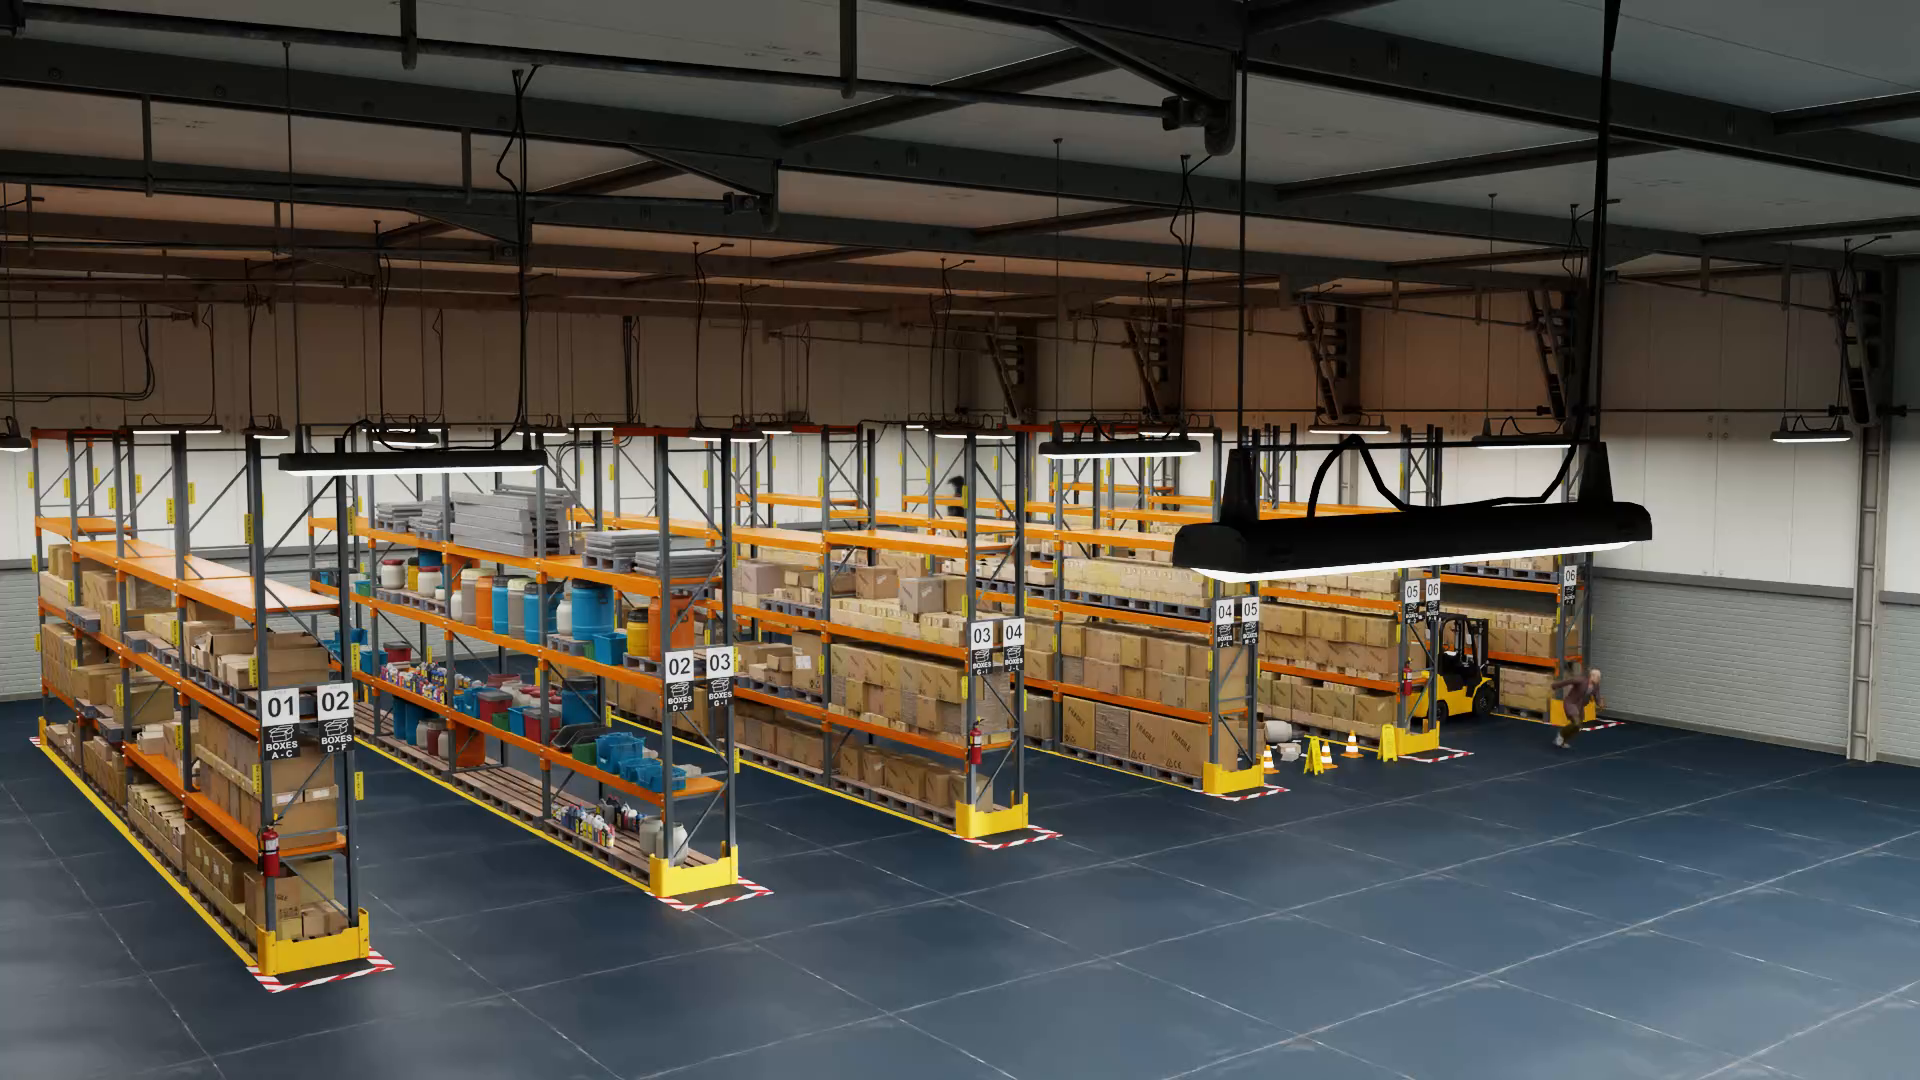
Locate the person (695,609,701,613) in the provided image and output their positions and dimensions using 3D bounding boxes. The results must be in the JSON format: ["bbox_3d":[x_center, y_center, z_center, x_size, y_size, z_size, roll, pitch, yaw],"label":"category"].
[{"bbox_3d":[-6.269,2.486,39.557,0.583,1.517,0.653,-1,5,-9],"label":"person"}]

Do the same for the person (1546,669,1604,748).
[{"bbox_3d":[11.486,3.131,30.855,0.713,1.544,1.040,-2,5,-26],"label":"person"}]
